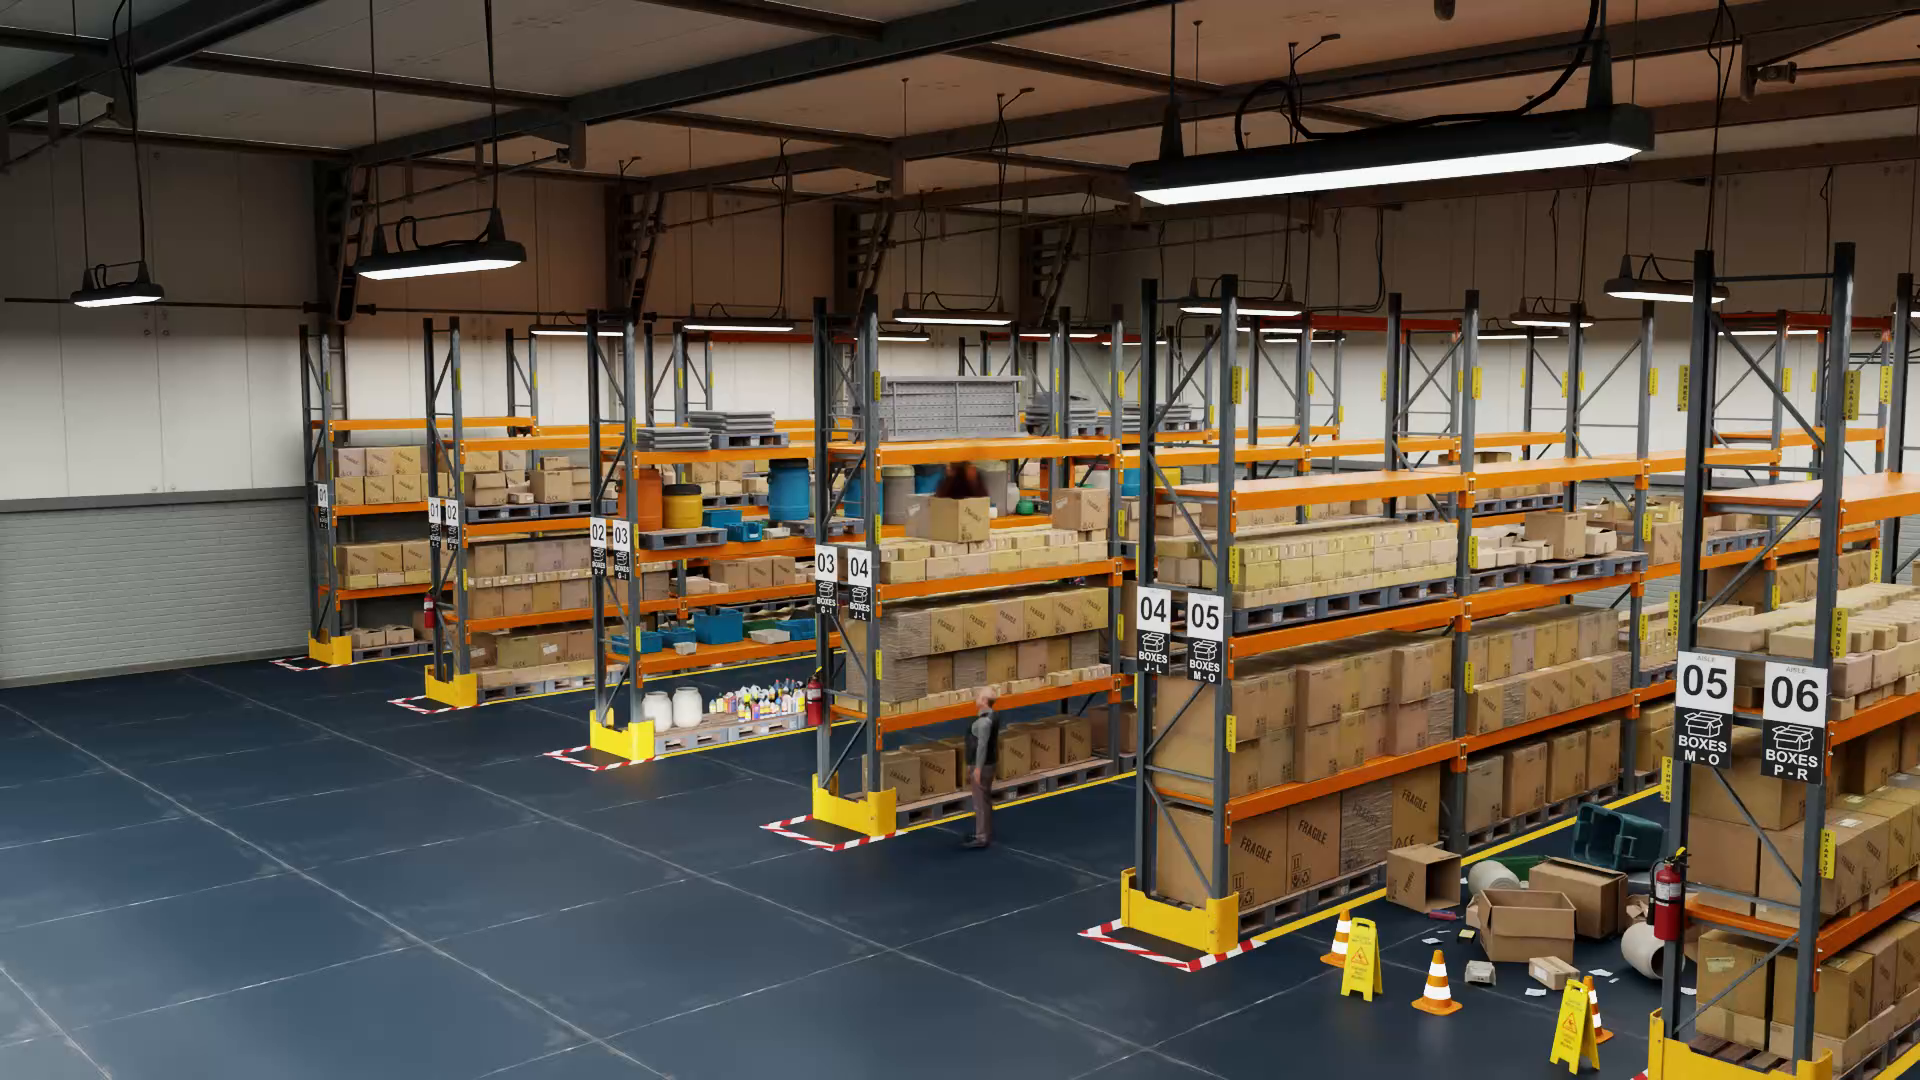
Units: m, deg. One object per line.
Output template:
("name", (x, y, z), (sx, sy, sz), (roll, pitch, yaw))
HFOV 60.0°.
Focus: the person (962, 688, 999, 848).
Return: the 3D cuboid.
("person", (0.217, 2.469, 18.171), (0.394, 1.723, 0.576), (1, 6, 7))
